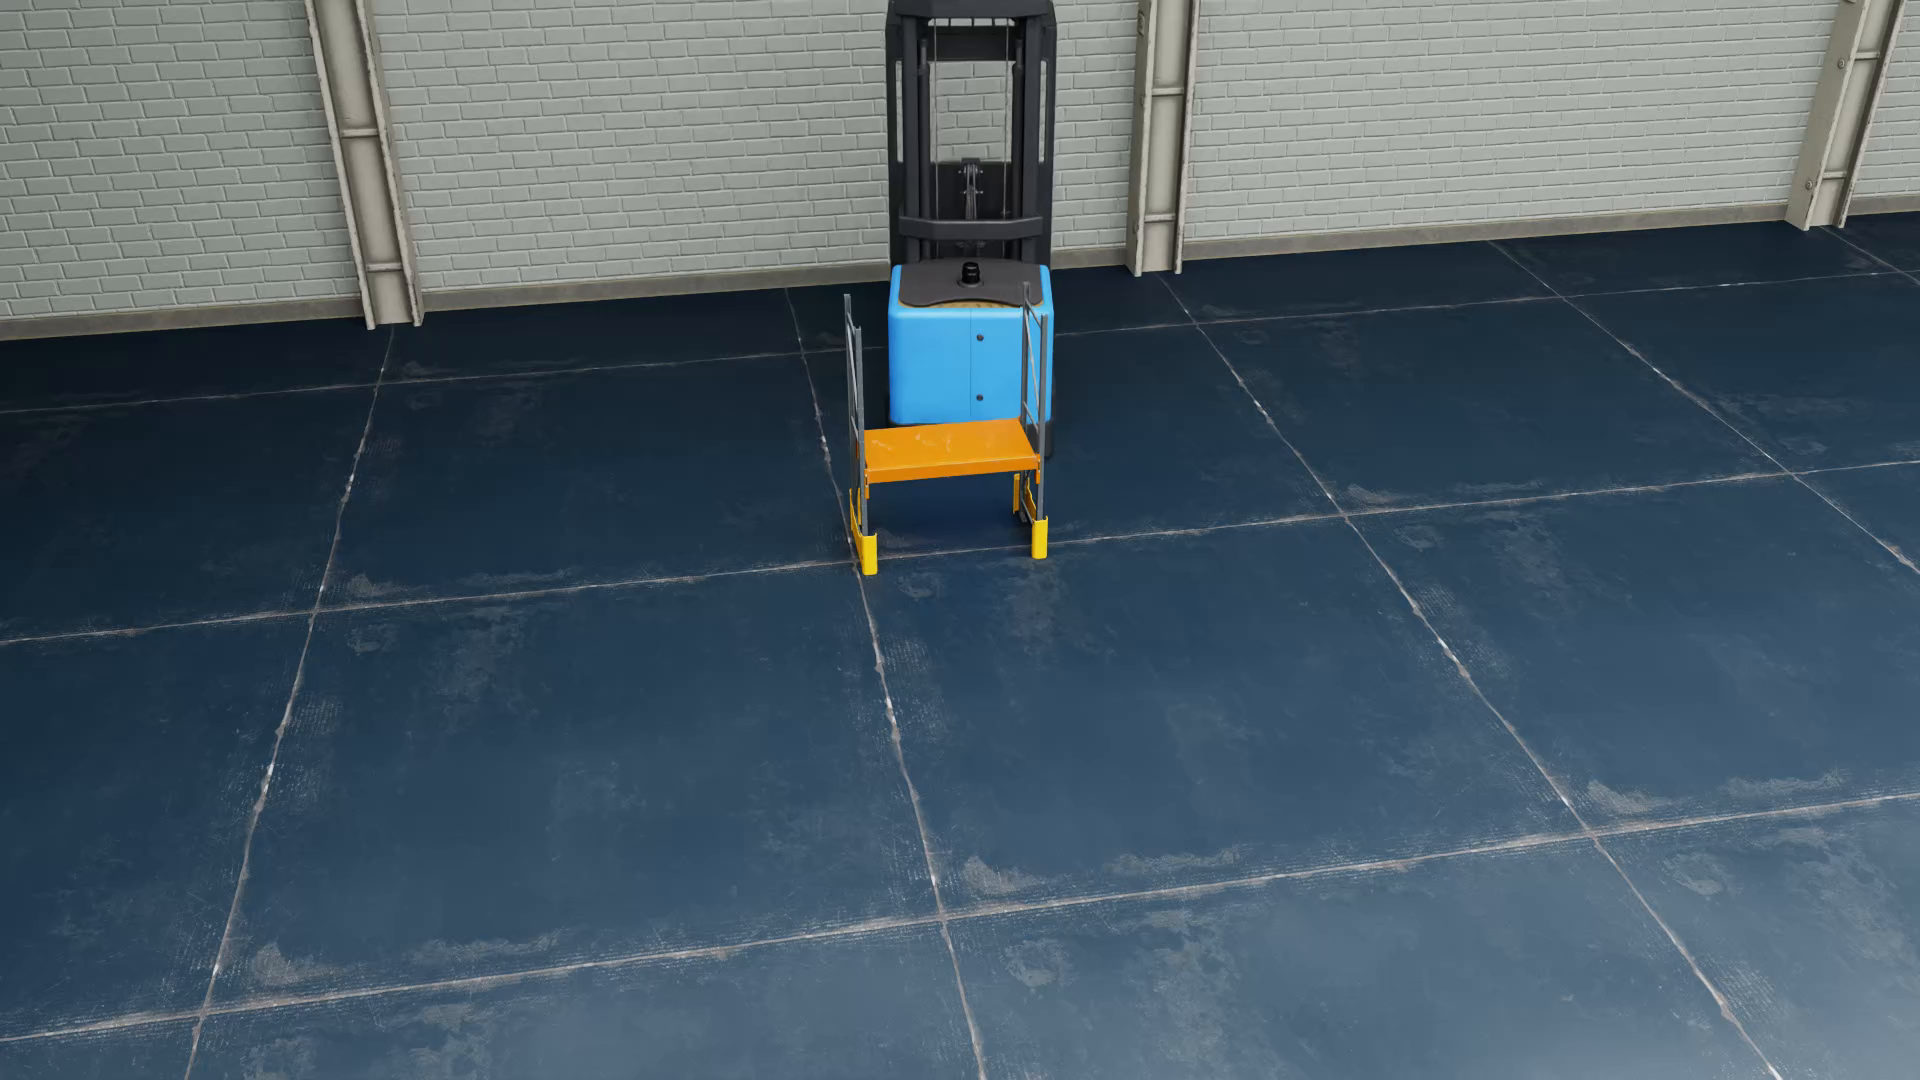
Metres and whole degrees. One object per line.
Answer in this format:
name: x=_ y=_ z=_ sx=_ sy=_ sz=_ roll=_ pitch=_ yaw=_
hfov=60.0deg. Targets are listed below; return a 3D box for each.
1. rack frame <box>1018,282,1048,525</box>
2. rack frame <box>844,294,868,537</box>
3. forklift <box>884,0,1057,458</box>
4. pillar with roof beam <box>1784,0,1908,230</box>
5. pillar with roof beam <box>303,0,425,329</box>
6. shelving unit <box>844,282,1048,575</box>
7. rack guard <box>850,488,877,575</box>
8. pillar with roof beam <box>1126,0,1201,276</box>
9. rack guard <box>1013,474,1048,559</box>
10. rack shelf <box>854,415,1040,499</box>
rack frame: x=0.416 y=-0.685 z=9.550 sx=0.032 sy=1.500 sz=0.500 roll=-5 pitch=31 yaw=-9
rack frame: x=-0.584 y=-0.592 z=9.392 sx=0.032 sy=1.500 sz=0.500 roll=-5 pitch=31 yaw=-9
forklift: x=0.071 y=-2.487 z=11.202 sx=1.130 sy=2.935 sz=3.031 roll=0 pitch=30 yaw=0
pillar with roof beam: x=8.263 y=-4.516 z=8.666 sx=0.400 sy=9.000 sz=9.100 roll=-5 pitch=31 yaw=-9
pillar with roof beam: x=-3.541 y=-3.420 z=6.803 sx=0.400 sy=9.000 sz=9.100 roll=-5 pitch=31 yaw=-9
shelving unit: x=-0.075 y=-0.640 z=9.472 sx=1.083 sy=1.500 sz=0.587 roll=-5 pitch=31 yaw=-9
rack guard: x=-0.565 y=-0.055 z=9.712 sx=0.087 sy=0.250 sz=0.587 roll=-5 pitch=31 yaw=-9
pillar with roof beam: x=2.361 y=-3.968 z=7.734 sx=0.400 sy=9.000 sz=9.100 roll=-5 pitch=31 yaw=-9
rack guard: x=0.415 y=-0.146 z=9.867 sx=0.087 sy=0.250 sz=0.587 roll=-5 pitch=31 yaw=-9
rack shelf: x=-0.084 y=-0.484 z=9.562 sx=1.000 sy=0.185 sz=0.538 roll=-5 pitch=31 yaw=-9
